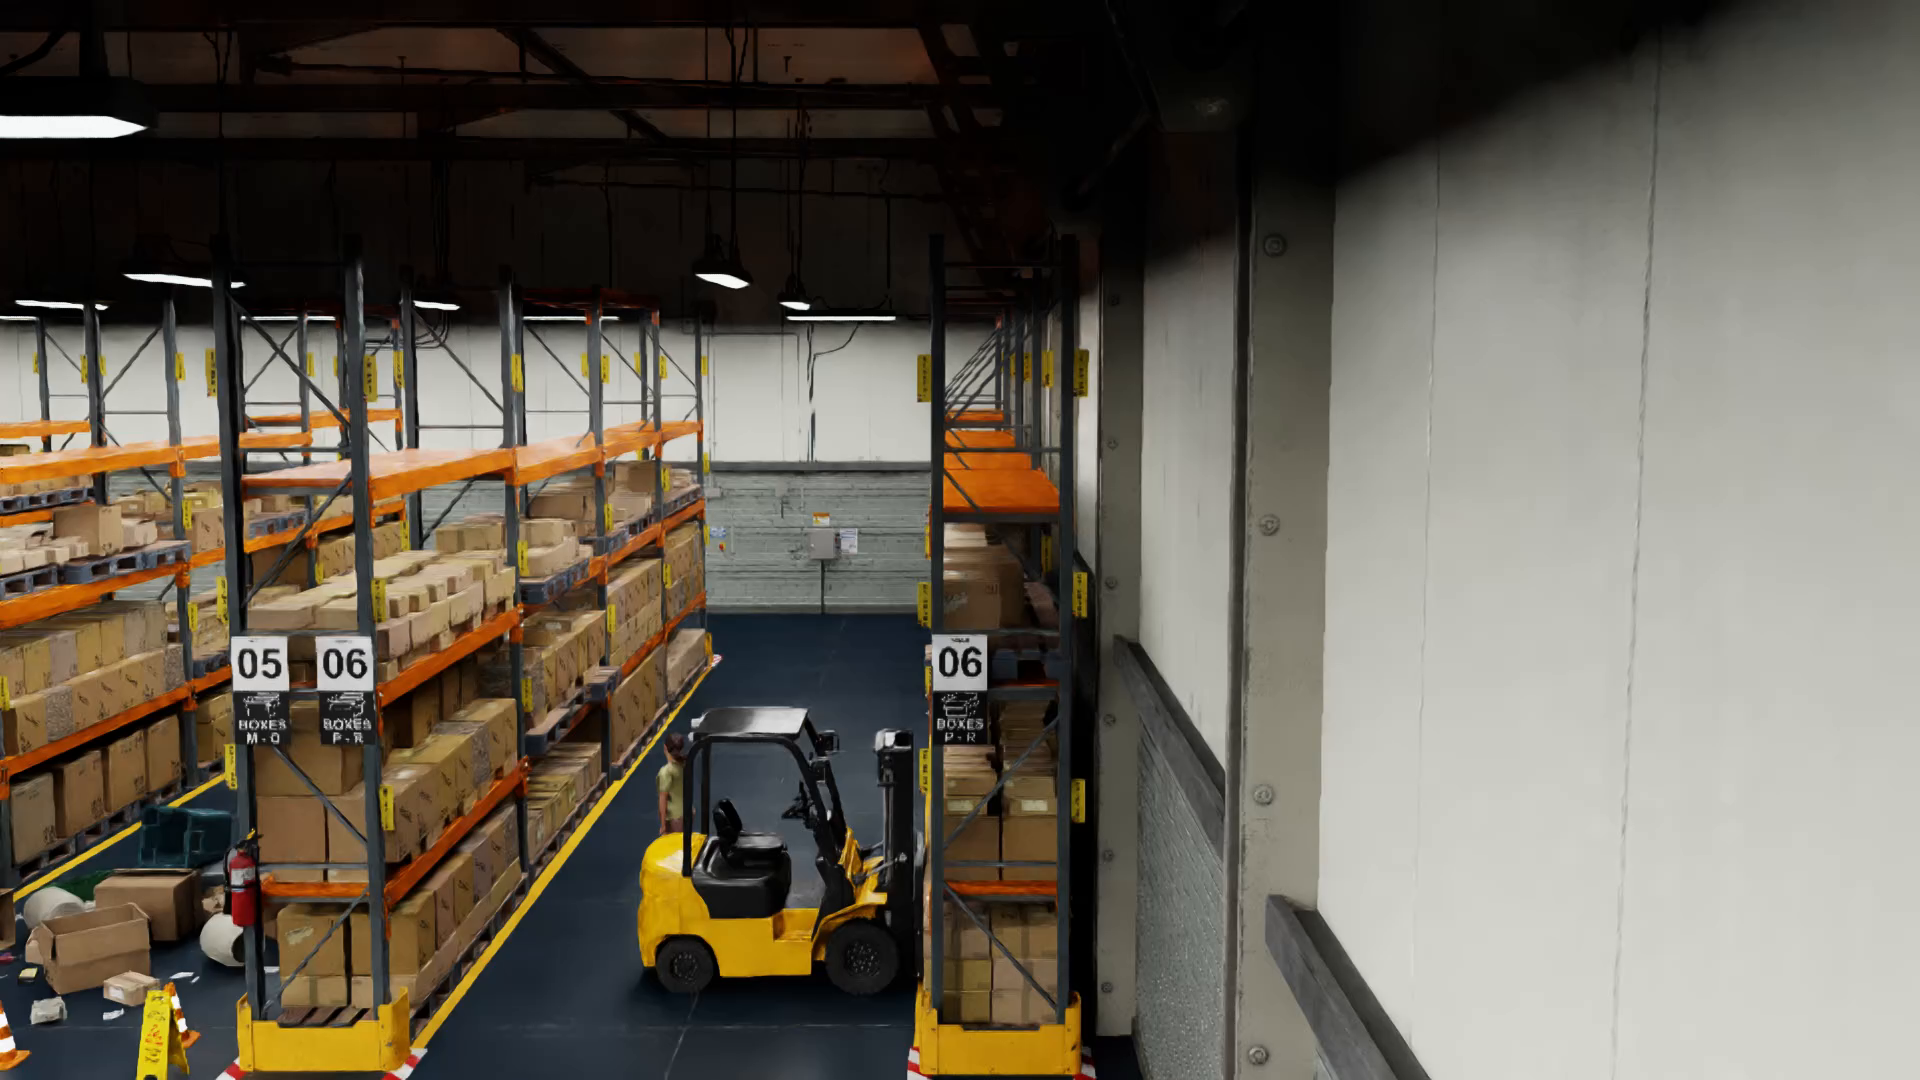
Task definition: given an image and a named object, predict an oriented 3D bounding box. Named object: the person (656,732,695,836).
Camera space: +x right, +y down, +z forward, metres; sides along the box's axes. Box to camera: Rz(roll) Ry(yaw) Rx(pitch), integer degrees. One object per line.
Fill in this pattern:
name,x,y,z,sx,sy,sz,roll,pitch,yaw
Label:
person,-2.704,2.610,15.540,0.480,1.674,0.492,3,7,29
